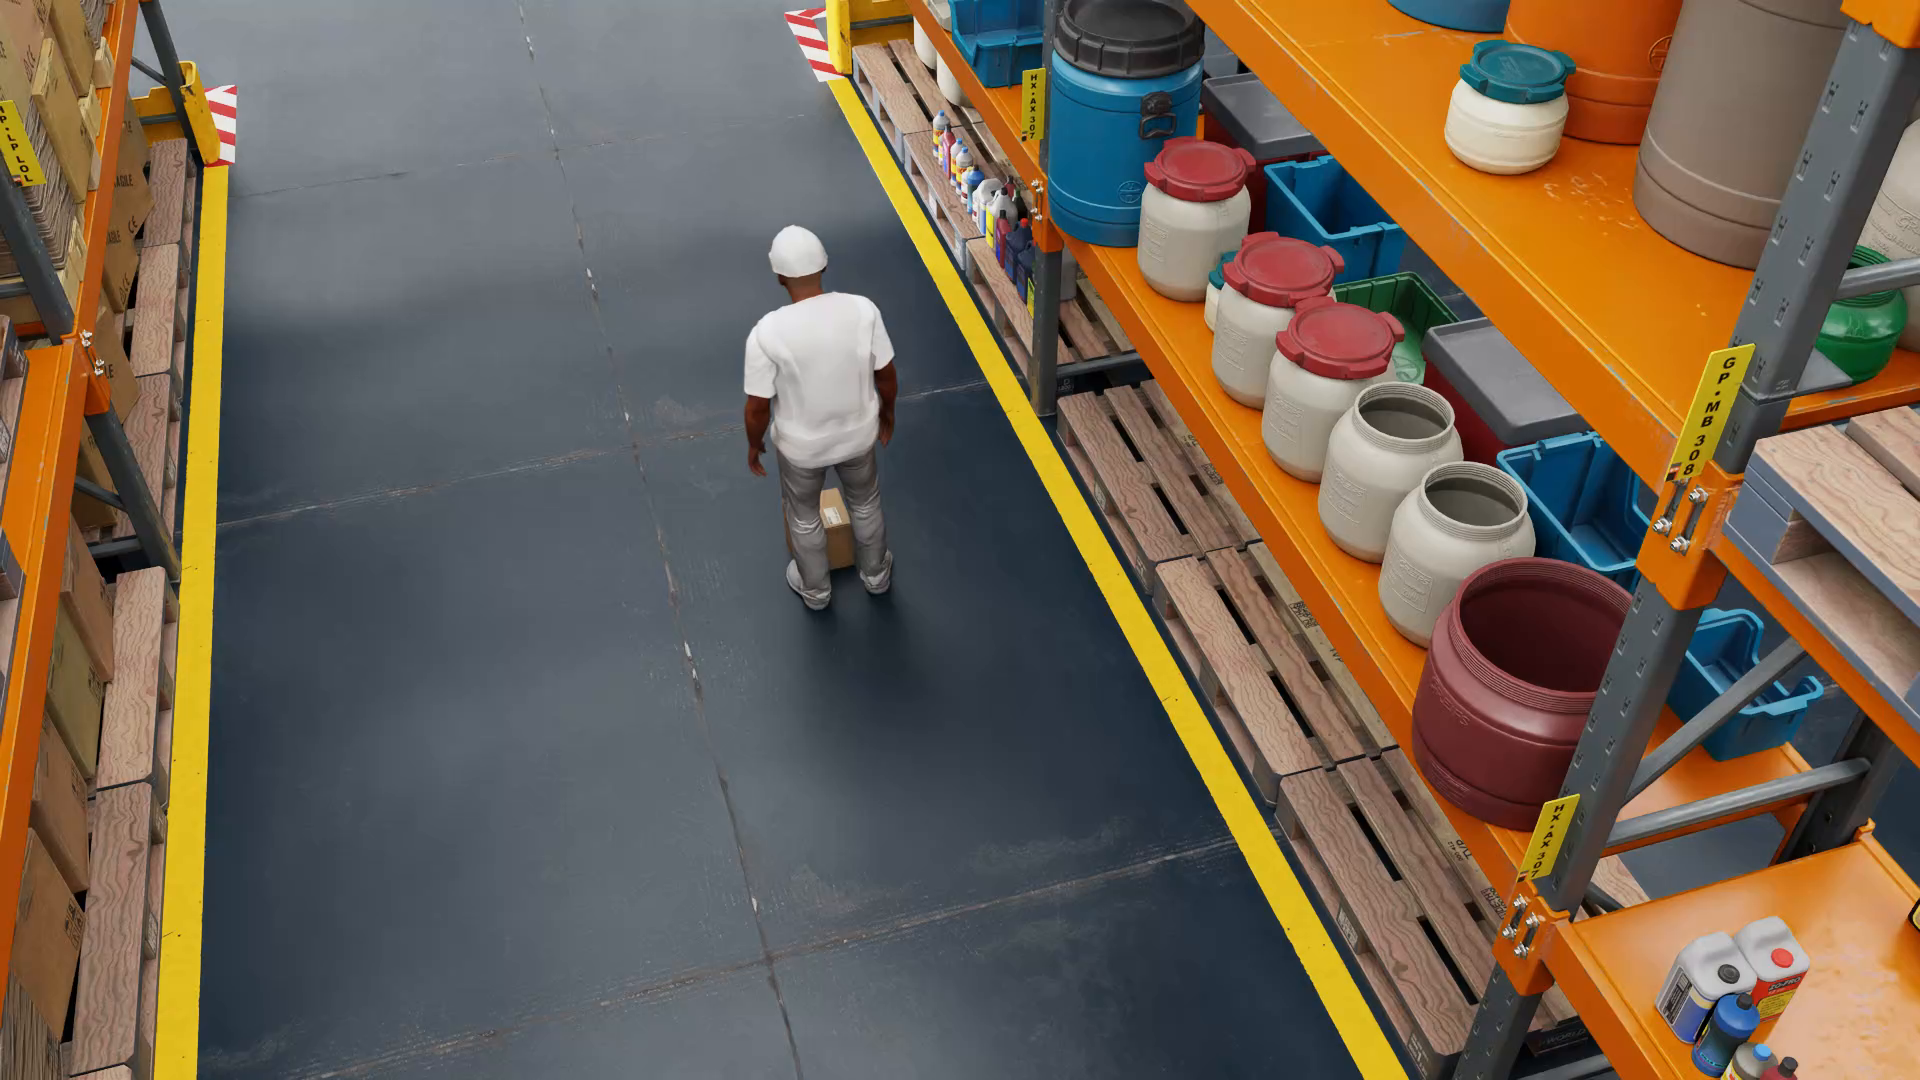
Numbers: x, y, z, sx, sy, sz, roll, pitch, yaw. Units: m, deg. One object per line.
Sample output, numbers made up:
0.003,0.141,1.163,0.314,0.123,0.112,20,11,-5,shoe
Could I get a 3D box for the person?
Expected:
-0.553,-0.450,6.648,0.633,1.759,0.461,-14,44,-15,person
